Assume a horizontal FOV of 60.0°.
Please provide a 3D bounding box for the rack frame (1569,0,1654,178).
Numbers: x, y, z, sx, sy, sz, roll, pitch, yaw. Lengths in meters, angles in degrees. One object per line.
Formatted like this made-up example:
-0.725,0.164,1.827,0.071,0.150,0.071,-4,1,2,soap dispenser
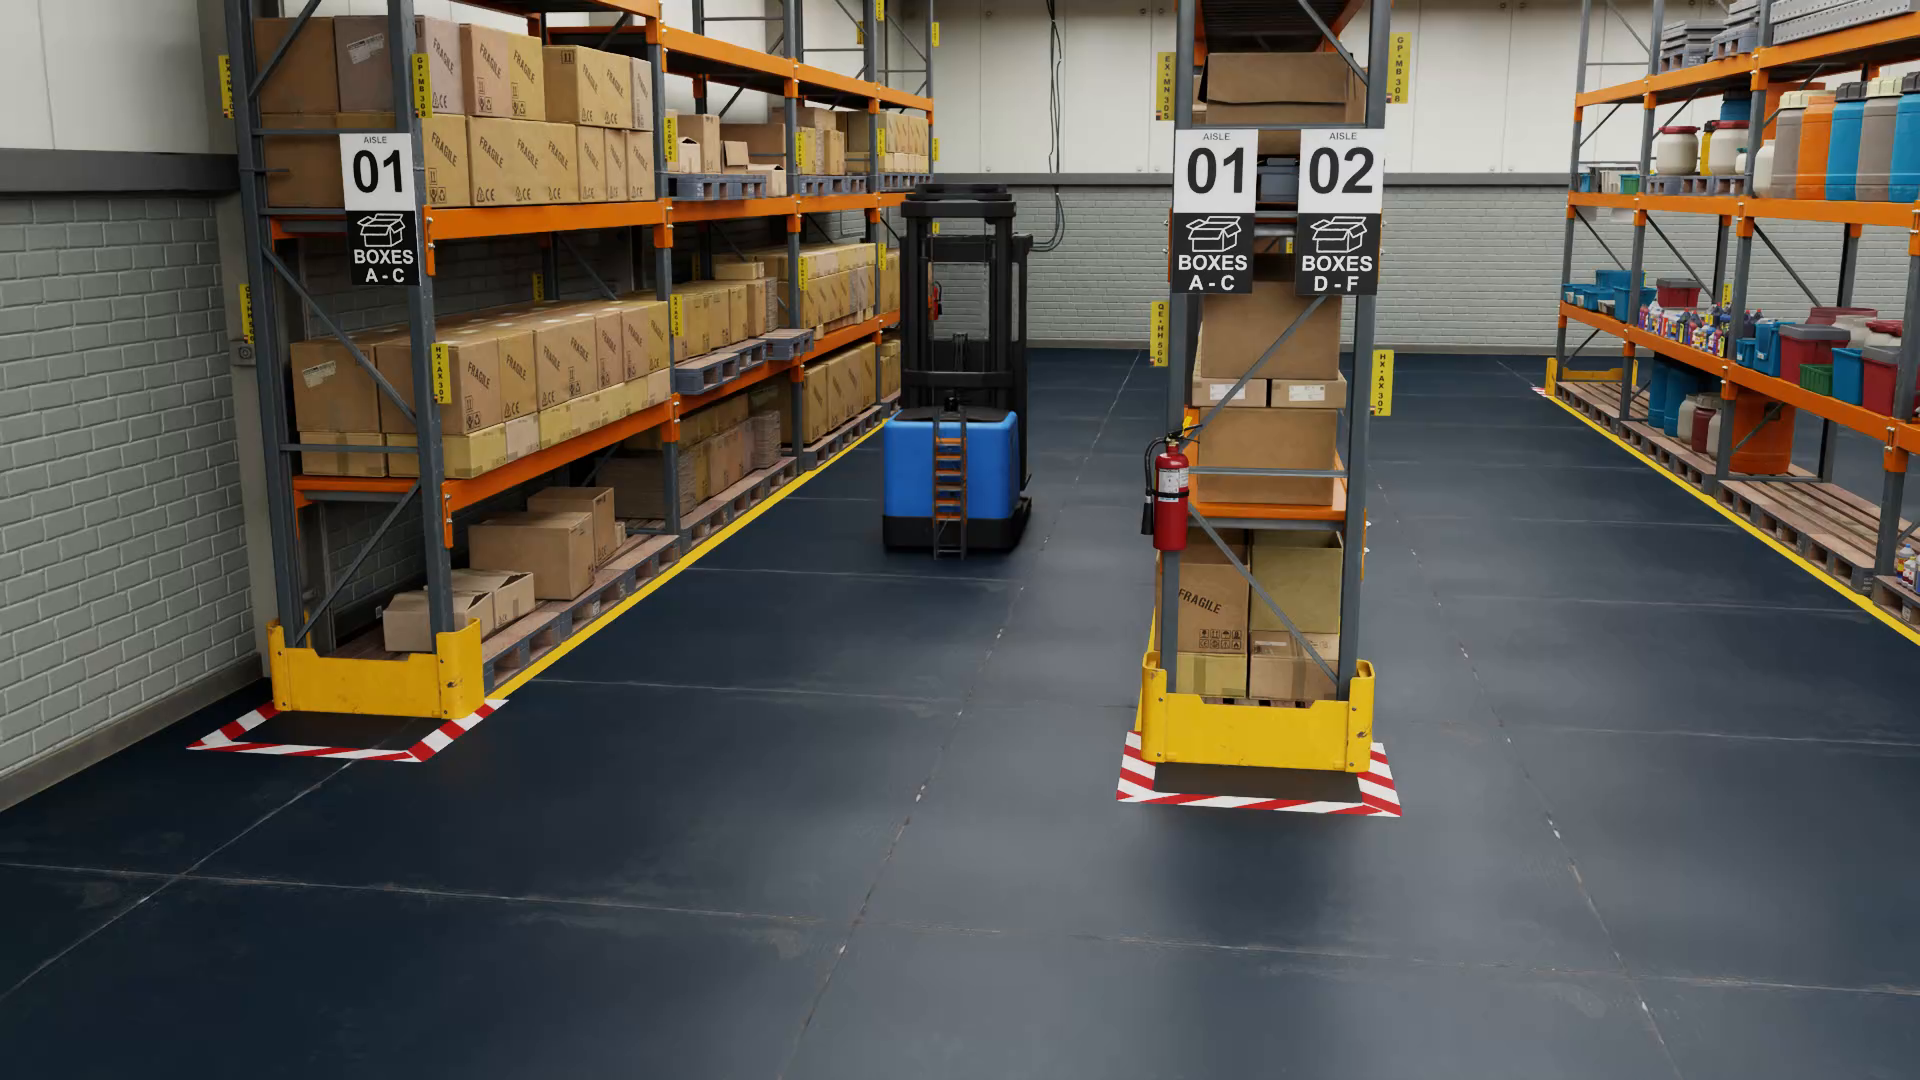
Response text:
8.900,-6.439,22.513,1.000,3.000,0.127,2,12,9,rack frame

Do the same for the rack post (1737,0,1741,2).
7.693,-5.191,15.499,0.624,0.289,0.986,2,12,9,rack post

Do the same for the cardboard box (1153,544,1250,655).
1.334,0.314,9.168,0.500,0.500,0.500,2,12,9,cardboard box

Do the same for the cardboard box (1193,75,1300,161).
1.783,-2.622,10.345,0.797,0.503,0.637,3,13,15,cardboard box

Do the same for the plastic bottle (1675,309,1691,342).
7.601,-2.251,17.437,0.144,0.351,0.185,2,12,9,plastic bottle

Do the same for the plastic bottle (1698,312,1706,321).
8.417,-2.485,18.874,0.097,0.201,0.097,0,12,0,plastic bottle

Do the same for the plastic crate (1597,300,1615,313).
8.256,-2.947,21.030,0.293,0.136,0.466,2,12,9,plastic crate

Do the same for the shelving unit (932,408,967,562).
-0.080,-0.438,13.178,0.258,1.200,0.189,1,12,7,shelving unit

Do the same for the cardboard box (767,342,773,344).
-1.840,-2.110,17.215,0.380,0.149,0.250,2,12,8,cardboard box

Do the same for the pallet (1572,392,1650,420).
8.545,-1.720,21.473,1.003,0.211,1.213,2,12,9,pallet

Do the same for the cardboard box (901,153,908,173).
-0.974,-4.990,22.030,0.500,0.250,0.500,2,12,7,cardboard box

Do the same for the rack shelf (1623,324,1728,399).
7.977,-1.906,17.425,1.077,0.370,4.000,2,12,9,rack shelf

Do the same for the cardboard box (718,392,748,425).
-2.328,-1.254,15.801,0.500,0.250,0.500,2,12,10,cardboard box

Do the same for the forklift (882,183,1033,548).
0.058,-1.623,14.569,1.130,2.935,3.031,1,12,7,forklift

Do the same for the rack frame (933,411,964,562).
-0.091,-0.419,13.089,0.240,1.200,0.006,1,12,7,rack frame

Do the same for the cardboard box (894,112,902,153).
-1.045,-5.255,21.481,0.500,0.500,0.500,2,12,7,cardboard box

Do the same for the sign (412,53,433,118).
-2.814,-2.373,8.690,0.100,0.325,0.005,2,12,9,sign

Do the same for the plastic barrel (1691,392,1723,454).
7.902,-1.205,17.193,0.600,0.588,0.708,2,12,9,plastic barrel

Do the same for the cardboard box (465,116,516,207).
-2.934,-2.194,9.650,0.500,0.500,0.500,3,12,12,cardboard box

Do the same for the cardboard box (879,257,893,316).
-1.405,-3.254,21.261,0.980,0.700,0.700,2,12,10,cardboard box

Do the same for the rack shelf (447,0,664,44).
-3.042,-3.493,10.556,1.077,0.370,4.000,2,12,9,rack shelf

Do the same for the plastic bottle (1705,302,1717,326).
8.324,-2.453,18.371,0.144,0.351,0.185,2,12,9,plastic bottle

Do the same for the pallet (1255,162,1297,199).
1.865,-2.161,9.993,1.003,0.211,1.213,2,12,9,pallet

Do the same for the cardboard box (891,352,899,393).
-1.208,-2.235,22.182,0.700,0.500,0.500,2,12,8,cardboard box

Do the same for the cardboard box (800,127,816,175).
-1.974,-4.222,18.063,0.700,0.500,0.500,3,12,12,cardboard box

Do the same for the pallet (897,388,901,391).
-1.125,-2.042,22.969,1.003,0.211,1.213,2,12,9,pallet

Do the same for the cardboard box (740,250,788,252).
-2.141,-3.050,18.256,0.500,0.250,0.500,2,12,7,cardboard box

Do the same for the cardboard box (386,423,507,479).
-2.961,-0.525,9.617,0.500,0.250,0.500,2,12,7,cardboard box

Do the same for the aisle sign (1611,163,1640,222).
9.201,-4.783,22.897,0.394,0.787,0.004,2,12,9,aisle sign

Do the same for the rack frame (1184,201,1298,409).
2.161,-1.170,12.302,1.000,3.000,0.127,2,12,9,rack frame

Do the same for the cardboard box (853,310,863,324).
-1.359,-2.640,19.671,0.380,0.149,0.250,2,12,9,cardboard box

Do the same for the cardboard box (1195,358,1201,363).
1.535,-0.949,9.500,0.380,0.149,0.250,2,12,9,cardboard box

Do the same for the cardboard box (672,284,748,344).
-2.352,-2.068,15.188,0.700,0.500,0.500,2,12,9,cardboard box

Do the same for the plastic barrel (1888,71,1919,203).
6.918,-2.833,11.709,0.600,0.901,0.708,2,12,9,plastic barrel

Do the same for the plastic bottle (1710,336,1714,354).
7.382,-1.914,16.225,0.097,0.201,0.097,0,12,0,plastic bottle

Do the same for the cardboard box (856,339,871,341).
-1.348,-2.641,22.526,0.380,0.149,0.250,2,12,9,cardboard box

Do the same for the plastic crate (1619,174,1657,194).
8.109,-4.258,19.910,0.416,0.233,0.300,2,12,9,plastic crate

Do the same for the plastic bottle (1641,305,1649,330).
7.786,-2.527,18.875,0.061,0.283,0.133,2,12,9,plastic bottle

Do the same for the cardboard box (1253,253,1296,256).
2.099,-1.760,11.725,0.700,0.500,0.500,2,12,9,cardboard box

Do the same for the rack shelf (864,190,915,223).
-1.197,-4.526,22.462,1.077,0.370,4.000,2,12,9,rack shelf

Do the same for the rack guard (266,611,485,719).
-3.338,0.709,9.516,1.175,0.500,0.348,2,12,9,rack guard

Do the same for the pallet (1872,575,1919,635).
6.910,0.493,11.205,1.003,0.211,1.213,2,12,9,pallet

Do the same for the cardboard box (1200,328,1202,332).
1.851,-1.380,11.501,0.380,0.149,0.250,2,12,7,cardboard box

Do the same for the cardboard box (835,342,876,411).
-1.476,-2.010,20.306,0.750,0.750,0.750,2,12,9,cardboard box

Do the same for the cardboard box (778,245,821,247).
-1.906,-3.369,19.736,0.500,0.250,0.500,2,12,9,cardboard box

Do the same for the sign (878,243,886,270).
-0.967,-3.507,20.585,0.100,0.325,0.005,2,12,9,sign

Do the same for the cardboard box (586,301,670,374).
-2.502,-1.524,12.475,0.500,0.500,0.500,2,12,9,cardboard box

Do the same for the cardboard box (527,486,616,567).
-2.855,-0.105,12.252,0.500,0.500,0.500,1,12,4,cardboard box

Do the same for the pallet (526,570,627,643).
-2.988,0.429,11.501,1.003,0.211,1.213,2,12,9,pallet

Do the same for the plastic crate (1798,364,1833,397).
7.043,-1.277,13.301,0.450,0.188,0.662,2,12,9,plastic crate

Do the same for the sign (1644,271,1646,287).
9.446,-3.572,23.061,0.100,0.325,0.005,2,12,9,sign

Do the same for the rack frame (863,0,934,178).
-0.889,-6.760,24.002,1.000,3.000,0.127,2,12,9,rack frame

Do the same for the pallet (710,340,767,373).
-2.384,-1.655,15.009,1.003,0.211,1.213,2,12,9,pallet

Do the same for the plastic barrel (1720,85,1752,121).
8.173,-4.230,17.197,0.600,0.901,0.708,2,12,9,plastic barrel

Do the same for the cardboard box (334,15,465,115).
-3.051,-2.583,9.081,0.500,0.500,0.500,1,12,5,cardboard box
